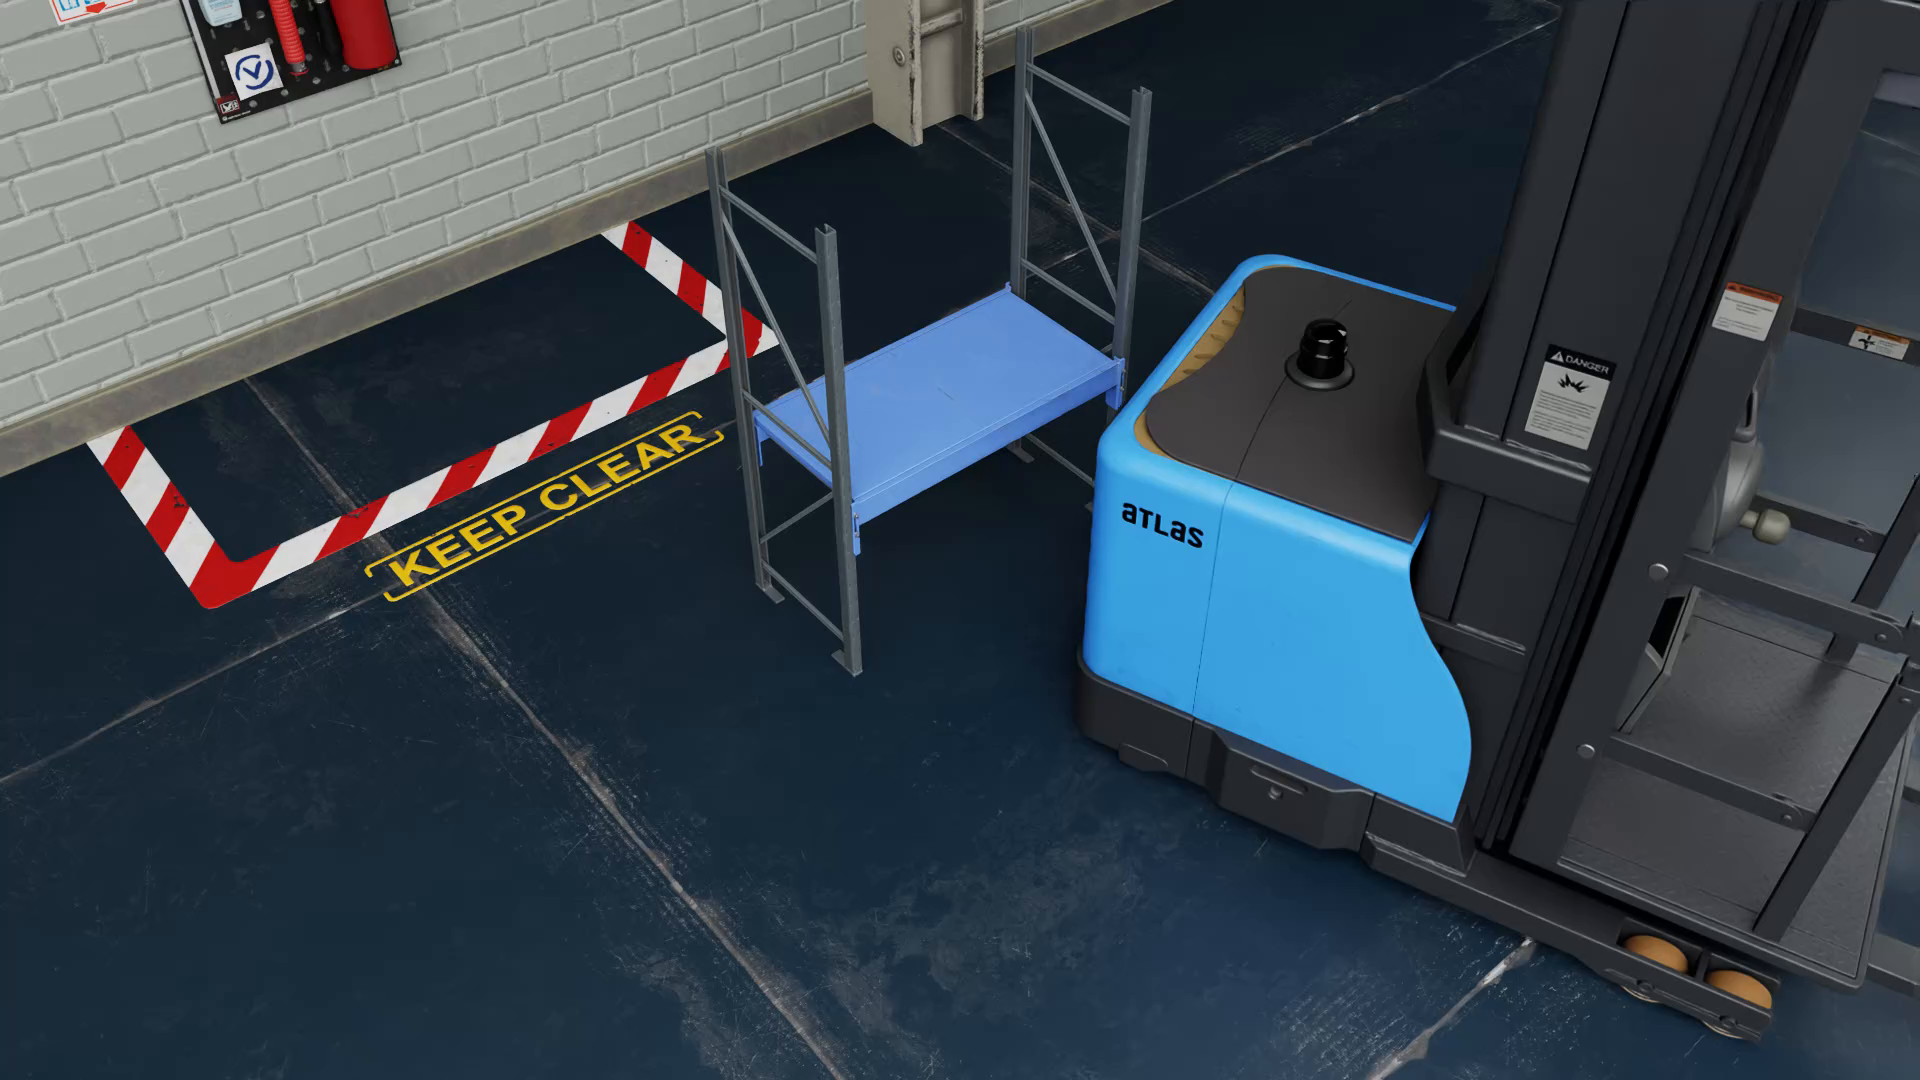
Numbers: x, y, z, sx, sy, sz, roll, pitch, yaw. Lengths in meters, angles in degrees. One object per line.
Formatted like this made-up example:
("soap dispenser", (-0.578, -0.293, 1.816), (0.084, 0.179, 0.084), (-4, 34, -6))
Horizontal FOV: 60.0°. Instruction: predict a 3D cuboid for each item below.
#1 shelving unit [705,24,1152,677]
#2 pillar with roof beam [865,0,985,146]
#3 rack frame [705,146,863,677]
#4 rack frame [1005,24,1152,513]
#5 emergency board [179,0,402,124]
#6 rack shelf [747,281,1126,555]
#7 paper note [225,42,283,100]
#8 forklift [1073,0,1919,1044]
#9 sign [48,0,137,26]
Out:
("shelving unit", (-0.065, -0.509, 4.697), (1.048, 1.500, 0.538), (-30, 51, -28))
("pillar with roof beam", (2.618, -2.846, 1.707), (0.400, 9.000, 9.100), (-30, 51, -28))
("rack frame", (-0.455, -0.286, 4.459), (0.032, 1.500, 0.500), (-30, 51, -28))
("rack frame", (0.325, -0.733, 4.934), (0.032, 1.500, 0.500), (-30, 51, -28))
("emergency board", (-2.065, -1.854, 5.033), (0.643, 1.169, 0.194), (-30, 51, -28))
("rack shelf", (-0.065, -0.378, 4.820), (1.000, 0.185, 0.538), (-30, 51, -28))
("paper note", (-2.245, -1.491, 5.290), (0.142, 0.148, 0.016), (-30, 51, -28))
("forklift", (1.849, -0.298, 3.427), (3.031, 2.935, 1.130), (22, 47, 21))
("sign", (-2.555, -1.678, 4.820), (0.234, 0.329, 0.001), (-30, 51, -28))
